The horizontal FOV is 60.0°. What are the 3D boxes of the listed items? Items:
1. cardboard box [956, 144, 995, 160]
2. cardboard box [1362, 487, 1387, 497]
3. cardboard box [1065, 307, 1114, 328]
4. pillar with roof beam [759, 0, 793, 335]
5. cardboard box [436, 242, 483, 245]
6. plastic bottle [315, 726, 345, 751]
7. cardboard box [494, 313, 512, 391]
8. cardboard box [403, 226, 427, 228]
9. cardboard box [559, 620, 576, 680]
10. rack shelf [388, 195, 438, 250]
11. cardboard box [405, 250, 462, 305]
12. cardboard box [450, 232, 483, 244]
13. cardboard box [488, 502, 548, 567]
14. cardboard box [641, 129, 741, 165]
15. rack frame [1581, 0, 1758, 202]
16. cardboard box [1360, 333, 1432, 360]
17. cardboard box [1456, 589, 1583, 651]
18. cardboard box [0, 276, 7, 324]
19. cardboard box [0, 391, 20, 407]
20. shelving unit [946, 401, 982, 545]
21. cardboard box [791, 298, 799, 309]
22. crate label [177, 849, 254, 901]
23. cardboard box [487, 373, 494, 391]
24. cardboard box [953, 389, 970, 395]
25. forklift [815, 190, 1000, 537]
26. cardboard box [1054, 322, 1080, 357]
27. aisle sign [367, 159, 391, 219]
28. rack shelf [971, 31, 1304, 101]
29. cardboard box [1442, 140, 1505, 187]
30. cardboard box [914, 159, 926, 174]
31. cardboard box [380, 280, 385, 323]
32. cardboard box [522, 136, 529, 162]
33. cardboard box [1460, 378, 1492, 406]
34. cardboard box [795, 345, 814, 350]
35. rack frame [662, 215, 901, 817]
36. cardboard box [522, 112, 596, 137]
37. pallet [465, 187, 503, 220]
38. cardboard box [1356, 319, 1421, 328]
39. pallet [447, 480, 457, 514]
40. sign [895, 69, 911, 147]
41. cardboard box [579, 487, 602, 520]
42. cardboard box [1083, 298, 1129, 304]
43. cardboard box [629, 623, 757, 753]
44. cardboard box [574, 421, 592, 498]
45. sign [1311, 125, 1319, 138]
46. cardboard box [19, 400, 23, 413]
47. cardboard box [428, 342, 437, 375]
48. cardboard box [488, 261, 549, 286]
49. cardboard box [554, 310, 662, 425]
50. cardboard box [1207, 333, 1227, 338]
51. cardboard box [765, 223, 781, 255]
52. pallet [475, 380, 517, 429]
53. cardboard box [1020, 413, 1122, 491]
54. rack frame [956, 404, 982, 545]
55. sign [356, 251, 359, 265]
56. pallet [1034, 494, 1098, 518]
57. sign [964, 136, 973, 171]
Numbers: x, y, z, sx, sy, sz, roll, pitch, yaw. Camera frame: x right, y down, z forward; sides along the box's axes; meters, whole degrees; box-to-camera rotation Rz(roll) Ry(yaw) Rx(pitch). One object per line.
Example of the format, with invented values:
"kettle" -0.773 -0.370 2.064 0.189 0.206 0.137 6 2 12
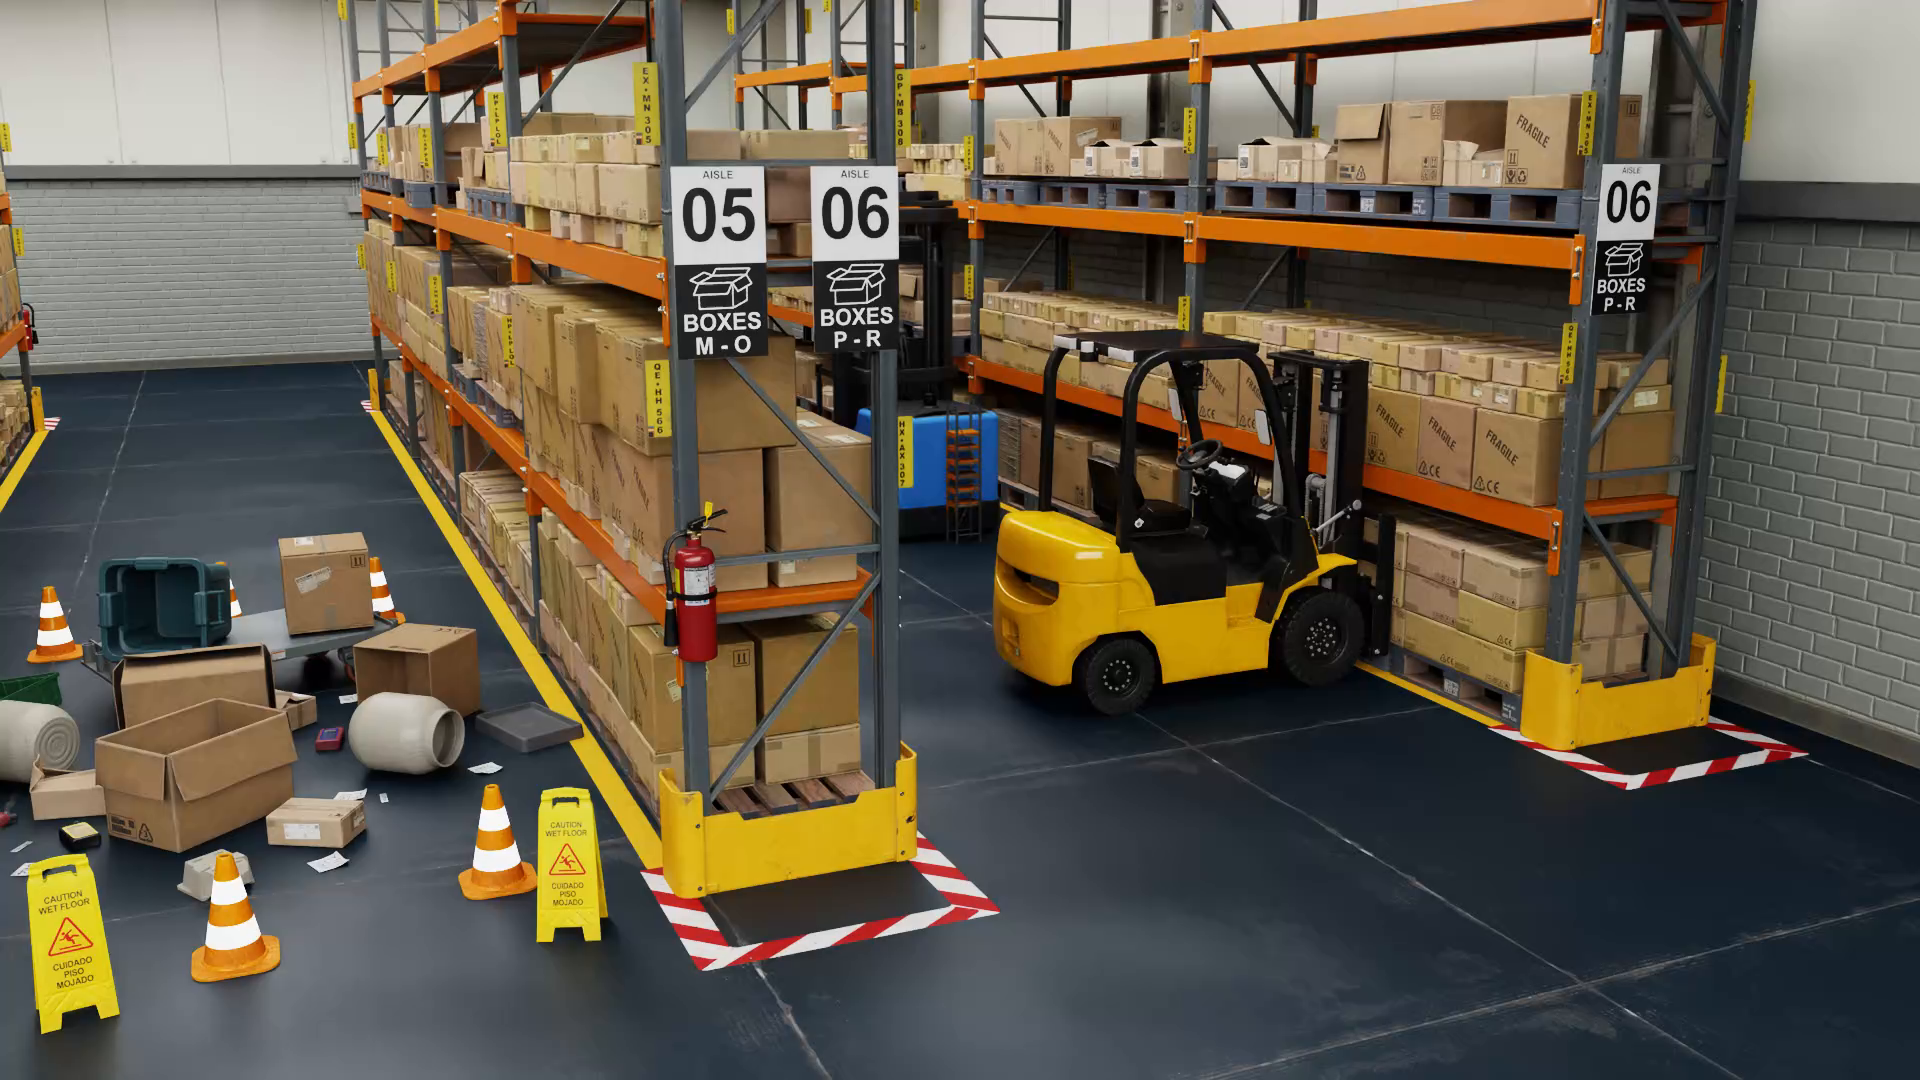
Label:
"cardboard box" 0.176 -3.799 16.266 0.380 0.149 0.250 -5 14 -21
"cardboard box" 2.969 -0.259 11.787 0.500 0.250 0.500 -6 14 -23
"cardboard box" 1.131 -1.925 14.373 0.380 0.149 0.250 -6 14 -24
"pillar with roof beam" -6.818 -6.852 24.018 9.100 9.000 0.400 -6 14 -23
"cardboard box" -5.533 -3.060 18.500 0.500 0.500 0.500 -6 14 -23
"plastic bottle" -3.561 1.116 9.411 0.133 0.061 0.283 -3 13 -13
"cardboard box" -2.954 -1.326 11.636 0.500 0.500 0.500 -6 14 -23
"cardboard box" -6.194 -3.458 18.781 0.380 0.149 0.250 -6 14 -23
"cardboard box" -2.146 0.639 10.122 0.500 0.250 0.500 -5 14 -20
"rack shelf" -4.763 -3.102 16.062 1.077 0.370 4.000 -6 14 -23
"cardboard box" -5.223 -2.617 16.584 0.500 0.500 0.500 -6 14 -24
"cardboard box" -5.452 -3.345 18.291 0.380 0.149 0.250 -6 14 -24
"cardboard box" -3.143 -0.075 12.940 0.950 0.372 0.625 -5 14 -21
"cardboard box" -1.163 -1.696 7.180 0.380 0.149 0.250 -5 14 -22
"rack frame" 3.790 -3.297 8.657 1.000 3.000 0.127 -6 14 -23
"cardboard box" 2.833 -1.255 10.820 0.380 0.149 0.250 -5 14 -22
"cardboard box" 3.308 0.445 9.852 0.500 0.250 0.500 -6 14 -24
"cardboard box" -10.642 -2.572 17.948 0.500 0.500 0.500 -5 14 -20
"cardboard box" -10.744 -1.573 18.584 0.380 0.149 0.250 -5 14 -21
"shelving unit" 0.034 -0.570 14.172 0.258 1.200 0.189 -6 14 -25
"cardboard box" -1.978 -3.094 21.644 0.380 0.149 0.250 -6 14 -23
"crate label" -3.364 1.511 7.537 0.298 0.136 0.250 9 16 35
"cardboard box" -3.399 -1.238 12.691 0.380 0.149 0.250 -5 14 -21
"cardboard box" 0.017 -1.462 17.209 0.380 0.149 0.250 -6 15 -26
"forklift" -0.745 -1.733 15.358 1.130 2.935 3.031 -6 14 -25
"cardboard box" 1.159 -1.767 14.576 0.500 0.250 0.500 -5 14 -22
"aisle sign" -7.461 -4.486 21.333 0.394 0.787 0.004 -6 14 -23
"rack shelf" 1.386 -3.991 14.139 1.077 0.370 4.000 -6 14 -23
"cardboard box" 3.078 -2.219 9.799 0.396 0.266 0.258 -6 14 -23
"cardboard box" -0.269 -3.929 17.490 0.380 0.149 0.250 -5 14 -21
"cardboard box" -6.606 -2.843 19.781 0.500 0.500 0.500 -5 14 -21
"cardboard box" -2.401 -2.333 9.934 0.380 0.149 0.250 -5 14 -21
"cardboard box" 3.217 -0.894 9.921 0.380 0.149 0.250 -5 14 -22
"cardboard box" -2.155 -2.351 22.489 0.700 0.500 0.500 -5 14 -21
"rack frame" -0.757 0.075 7.393 1.000 3.000 0.127 -6 14 -23
"cardboard box" -2.708 -2.696 11.006 0.500 0.250 0.500 -5 14 -22
"pallet" -2.927 -2.472 12.164 1.213 0.211 1.003 -6 14 -23
"cardboard box" 3.016 -1.461 11.709 0.380 0.149 0.250 -6 14 -24
"pallet" -4.208 -0.389 15.582 1.003 0.211 1.213 -6 14 -23
"sign" -0.260 -1.861 7.168 0.100 0.325 0.005 -6 14 -23
"cardboard box" -1.897 -0.220 9.226 0.380 0.149 0.250 -6 14 -23
"cardboard box" 1.351 -2.134 15.278 0.380 0.149 0.250 -6 14 -23
"cardboard box" -1.317 0.703 8.184 0.500 0.500 0.500 -6 14 -23
"cardboard box" -1.806 -0.520 9.081 0.500 0.500 0.500 -5 14 -22
"sign" 2.695 -3.003 12.716 0.100 0.325 0.005 -6 14 -23
"cardboard box" -10.978 -1.533 19.071 0.380 0.149 0.250 -6 14 -25
"cardboard box" -4.621 -1.690 15.351 0.500 0.250 0.500 -5 14 -22
"cardboard box" -3.935 -2.237 14.946 0.500 0.500 0.500 -6 14 -25
"cardboard box" -1.656 -0.893 8.476 0.700 0.500 0.500 -6 14 -24
"cardboard box" 2.074 -1.475 12.432 0.380 0.149 0.250 -6 14 -24
"cardboard box" -0.779 -1.408 7.705 0.380 0.149 0.250 -6 14 -25
"pallet" -3.131 -1.079 12.805 1.003 0.211 1.213 -6 14 -23
"cardboard box" 1.091 -0.810 15.553 0.875 0.625 0.625 -5 14 -21
"rack frame" 0.073 -0.552 14.092 0.240 1.200 0.006 -6 14 -25
"sign" -9.515 -4.533 26.705 0.327 0.218 0.001 -6 14 -23
"pallet" 1.364 -0.243 14.951 1.003 0.211 1.213 -6 14 -23
"sign" 0.087 -3.691 15.868 0.100 0.325 0.005 -6 14 -23
